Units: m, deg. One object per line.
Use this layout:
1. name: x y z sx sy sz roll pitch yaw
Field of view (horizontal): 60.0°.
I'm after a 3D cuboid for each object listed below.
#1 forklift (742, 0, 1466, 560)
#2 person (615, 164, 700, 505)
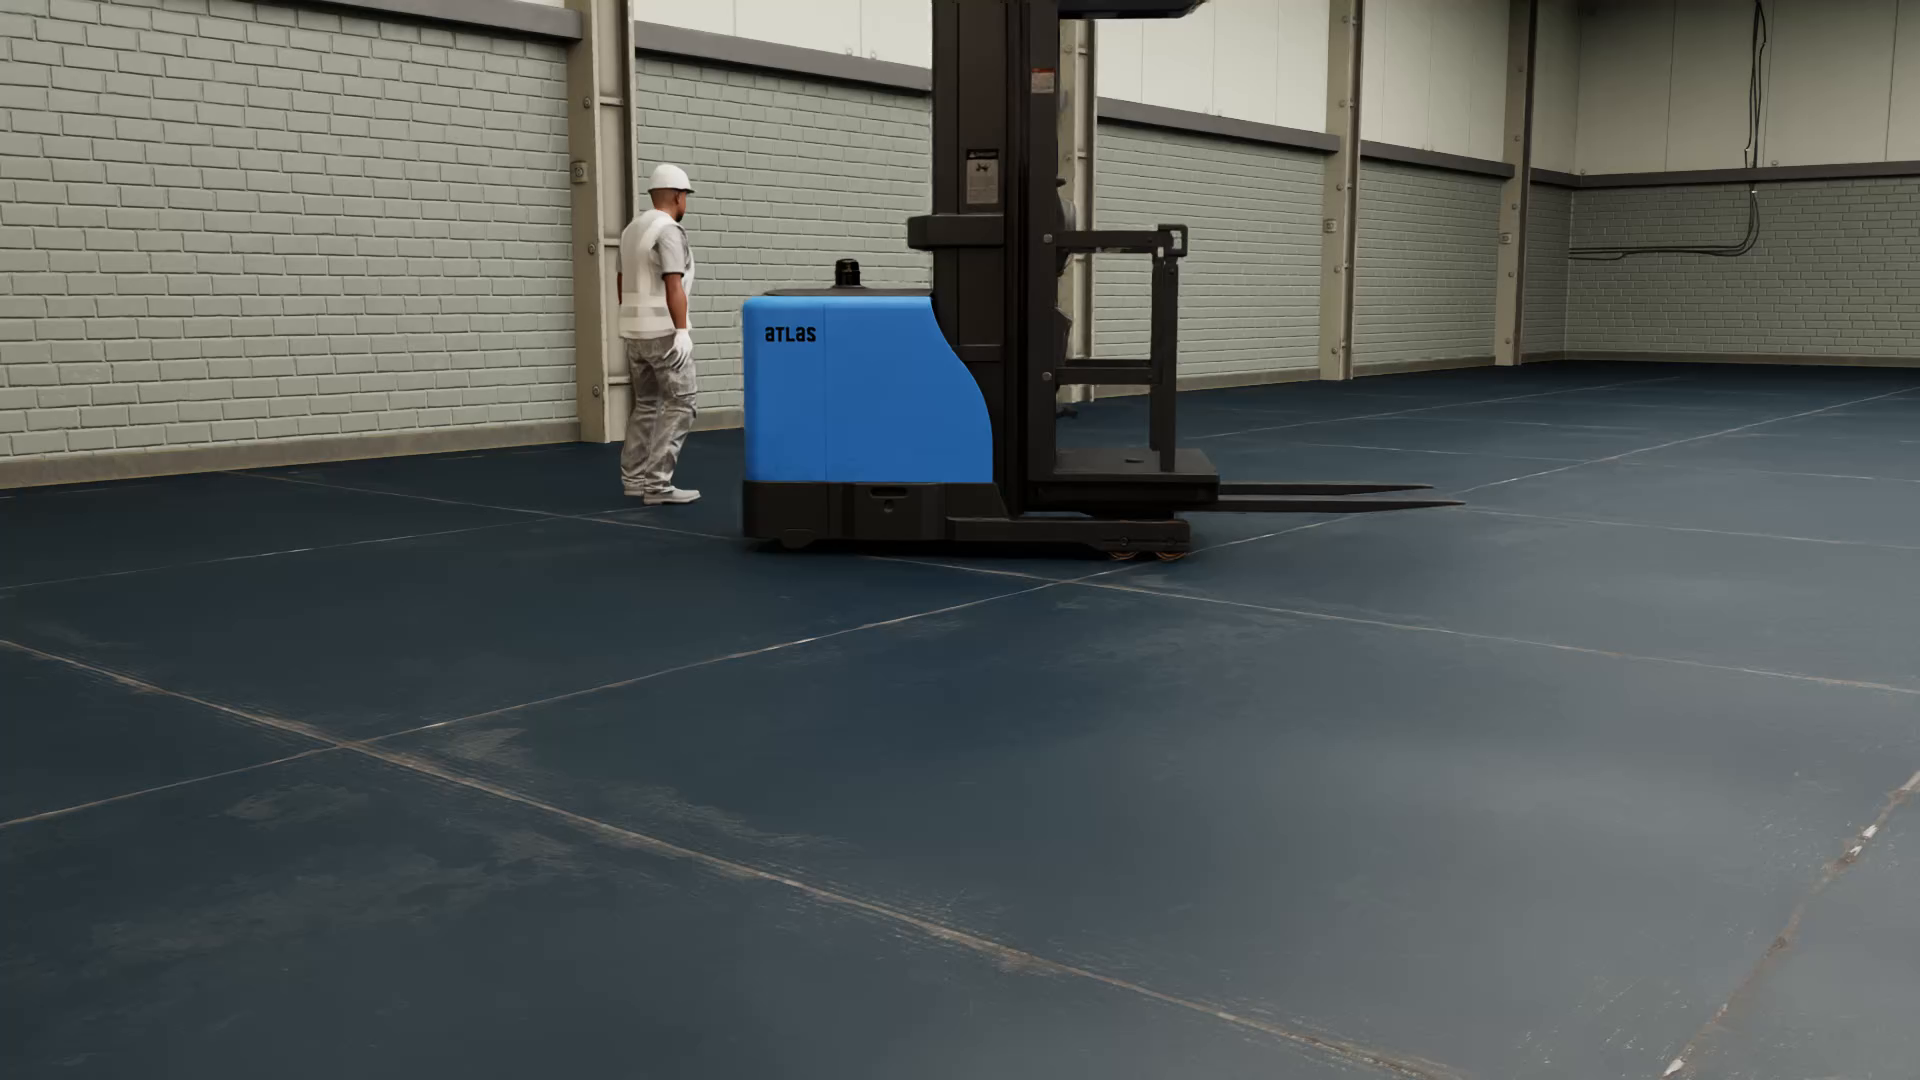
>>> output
1. forklift: 0.619 -1.447 7.170 3.031 2.935 1.130 1 8 4
2. person: -1.558 -1.075 8.710 0.426 1.752 0.833 -6 10 -37
